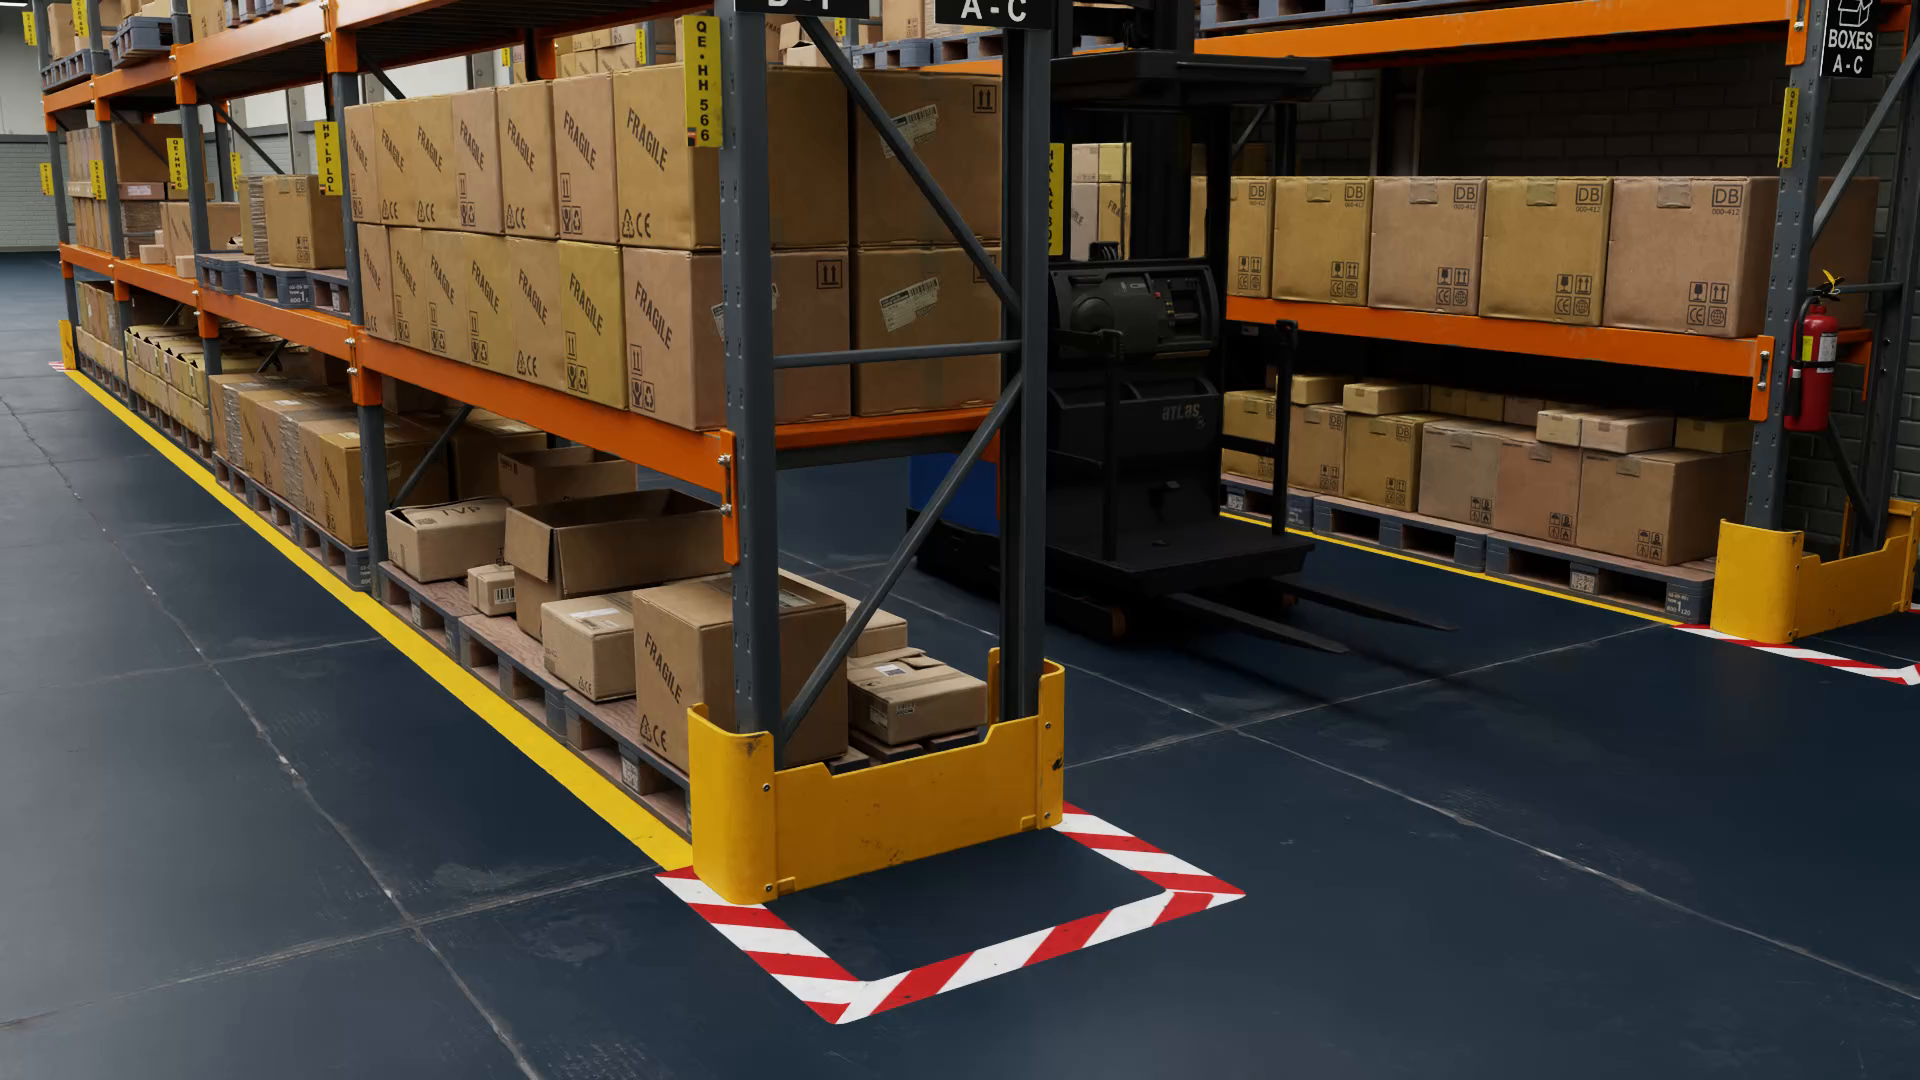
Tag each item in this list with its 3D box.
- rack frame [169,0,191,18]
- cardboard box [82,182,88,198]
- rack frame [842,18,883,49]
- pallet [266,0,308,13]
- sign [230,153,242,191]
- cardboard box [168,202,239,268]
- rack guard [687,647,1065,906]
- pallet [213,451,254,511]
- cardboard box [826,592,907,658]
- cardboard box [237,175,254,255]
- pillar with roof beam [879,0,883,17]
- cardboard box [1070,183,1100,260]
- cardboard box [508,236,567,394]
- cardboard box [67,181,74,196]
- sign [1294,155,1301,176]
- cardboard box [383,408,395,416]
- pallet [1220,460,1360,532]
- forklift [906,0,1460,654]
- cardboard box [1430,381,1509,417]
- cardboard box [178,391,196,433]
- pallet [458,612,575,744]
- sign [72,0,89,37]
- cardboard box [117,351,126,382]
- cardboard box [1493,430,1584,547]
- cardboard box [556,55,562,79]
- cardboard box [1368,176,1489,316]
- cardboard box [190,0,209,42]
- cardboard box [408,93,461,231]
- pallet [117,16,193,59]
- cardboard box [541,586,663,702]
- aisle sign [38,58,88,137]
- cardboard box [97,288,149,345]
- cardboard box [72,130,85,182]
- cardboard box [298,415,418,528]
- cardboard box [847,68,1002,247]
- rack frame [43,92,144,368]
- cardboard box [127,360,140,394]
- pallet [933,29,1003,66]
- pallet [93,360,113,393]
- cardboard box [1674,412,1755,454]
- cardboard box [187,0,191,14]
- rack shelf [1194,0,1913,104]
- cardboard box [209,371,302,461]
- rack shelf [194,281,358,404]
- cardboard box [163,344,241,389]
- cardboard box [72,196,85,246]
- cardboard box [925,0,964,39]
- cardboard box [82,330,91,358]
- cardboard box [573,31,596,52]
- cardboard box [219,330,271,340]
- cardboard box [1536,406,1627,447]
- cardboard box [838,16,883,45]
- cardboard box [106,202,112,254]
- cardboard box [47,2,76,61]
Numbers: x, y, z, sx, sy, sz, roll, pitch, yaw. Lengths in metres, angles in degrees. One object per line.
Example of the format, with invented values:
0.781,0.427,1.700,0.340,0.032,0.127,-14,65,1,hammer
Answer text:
-4.620,-4.873,10.583,1.000,3.000,0.127,-8,15,-33,rack frame
-8.299,-3.407,16.168,0.380,0.149,0.250,-8,15,-33,cardboard box
-0.498,-5.460,13.267,1.000,3.000,0.127,-8,15,-33,rack frame
-2.707,-2.729,8.238,1.213,0.211,1.003,-8,15,-33,pallet
-6.390,-3.247,14.663,0.100,0.325,0.005,-8,15,-33,sign
-5.855,-2.382,12.997,0.500,0.500,0.500,-8,15,-33,cardboard box
-0.230,0.688,5.046,1.175,0.500,0.348,-8,15,-33,rack guard
-4.238,-0.443,10.894,1.003,0.211,1.213,-8,15,-33,pallet
-0.530,0.389,5.966,0.500,0.250,0.500,-8,15,-33,cardboard box
-4.177,-2.098,10.717,0.500,0.500,0.700,9,15,36,cardboard box
-4.082,-5.284,12.462,9.100,9.000,0.400,-8,15,-33,pillar with roof beam
0.962,-2.164,11.259,0.500,0.500,0.500,-8,15,-32,cardboard box
-1.224,-0.797,5.752,0.500,0.500,0.500,-8,15,-32,cardboard box
-9.014,-3.636,17.214,0.380,0.149,0.250,-8,15,-33,cardboard box
2.179,-2.346,10.855,0.100,0.325,0.005,-8,15,-33,sign
-3.044,-0.523,9.554,0.500,0.500,0.500,-8,15,-32,cardboard box
2.074,-0.311,10.292,1.003,0.211,1.213,-8,15,-33,pallet
0.928,-1.095,7.508,1.130,2.935,3.031,-8,14,-31,forklift
2.855,-0.792,9.312,0.380,0.149,0.250,-8,15,-34,cardboard box
-5.403,-0.960,12.185,0.500,0.250,0.500,-8,15,-33,cardboard box
-1.344,0.471,6.716,1.003,0.211,1.213,-8,15,-33,pallet
-7.297,-4.345,13.791,0.100,0.325,0.005,-8,15,-33,sign
-7.275,-1.572,14.984,0.500,0.250,0.500,-8,15,-33,cardboard box
3.186,-0.292,8.546,0.700,0.500,0.500,-8,15,-33,cardboard box
-4.395,-5.196,18.797,0.500,0.500,0.500,-7,14,-30,cardboard box
2.816,-1.608,8.990,0.980,0.700,0.700,-9,15,-35,cardboard box
-4.350,-3.383,10.556,0.910,0.500,0.500,-8,15,-33,cardboard box
-1.806,-1.468,6.480,0.500,0.500,0.500,-9,15,-34,cardboard box
-5.070,-3.426,11.427,1.213,0.211,1.003,-7,14,-30,pallet
-1.195,0.369,6.062,0.500,0.250,0.500,-8,15,-33,cardboard box
-9.344,-4.611,17.339,0.394,0.787,0.004,-8,15,-33,aisle sign
-7.822,-2.118,15.722,0.500,0.500,0.500,-8,15,-33,cardboard box
-8.479,-3.861,16.726,0.700,0.500,0.500,-9,15,-34,cardboard box
-3.183,-0.368,8.843,0.500,0.500,0.500,-8,15,-33,cardboard box
-0.214,-1.167,5.103,0.500,0.500,0.500,-8,14,-31,cardboard box
-9.052,-3.365,17.730,1.000,3.000,0.127,-8,15,-33,rack frame
-6.819,-1.415,14.263,0.500,0.250,0.500,-9,15,-34,cardboard box
0.525,-3.596,12.205,1.003,0.211,1.213,-7,14,-30,pallet
-7.922,-1.655,16.437,1.003,0.211,1.213,-8,15,-33,pallet
3.699,-0.522,8.076,0.380,0.149,0.250,-8,15,-32,cardboard box
-4.918,-3.614,11.213,0.500,0.250,0.500,-9,15,-37,cardboard box
2.826,-2.576,8.785,1.077,0.370,4.000,-8,15,-33,rack shelf
-4.606,-0.822,10.919,0.500,0.500,0.500,-7,14,-30,cardboard box
-3.512,-1.235,9.674,1.077,0.370,4.000,-8,15,-33,rack shelf
-5.686,-1.324,12.536,0.500,0.311,0.500,-8,15,-33,cardboard box
-8.804,-3.330,17.332,0.700,0.500,0.500,-8,15,-33,cardboard box
0.156,-4.091,12.764,0.700,0.500,0.500,-9,15,-36,cardboard box
-8.660,-2.017,17.017,0.500,0.250,0.500,-8,15,-33,cardboard box
-3.828,-5.498,17.840,0.500,0.500,0.500,-9,15,-35,cardboard box
-5.805,-1.571,13.664,0.500,0.311,0.500,-8,15,-33,cardboard box
3.098,-0.567,8.283,0.380,0.149,0.250,-8,14,-31,cardboard box
-0.706,-4.209,14.284,0.500,0.500,0.500,-8,15,-33,cardboard box
-7.385,-2.874,15.249,0.700,0.500,0.500,-8,15,-33,cardboard box
-8.360,-4.825,15.840,0.500,0.500,0.500,-8,15,-33,cardboard box
